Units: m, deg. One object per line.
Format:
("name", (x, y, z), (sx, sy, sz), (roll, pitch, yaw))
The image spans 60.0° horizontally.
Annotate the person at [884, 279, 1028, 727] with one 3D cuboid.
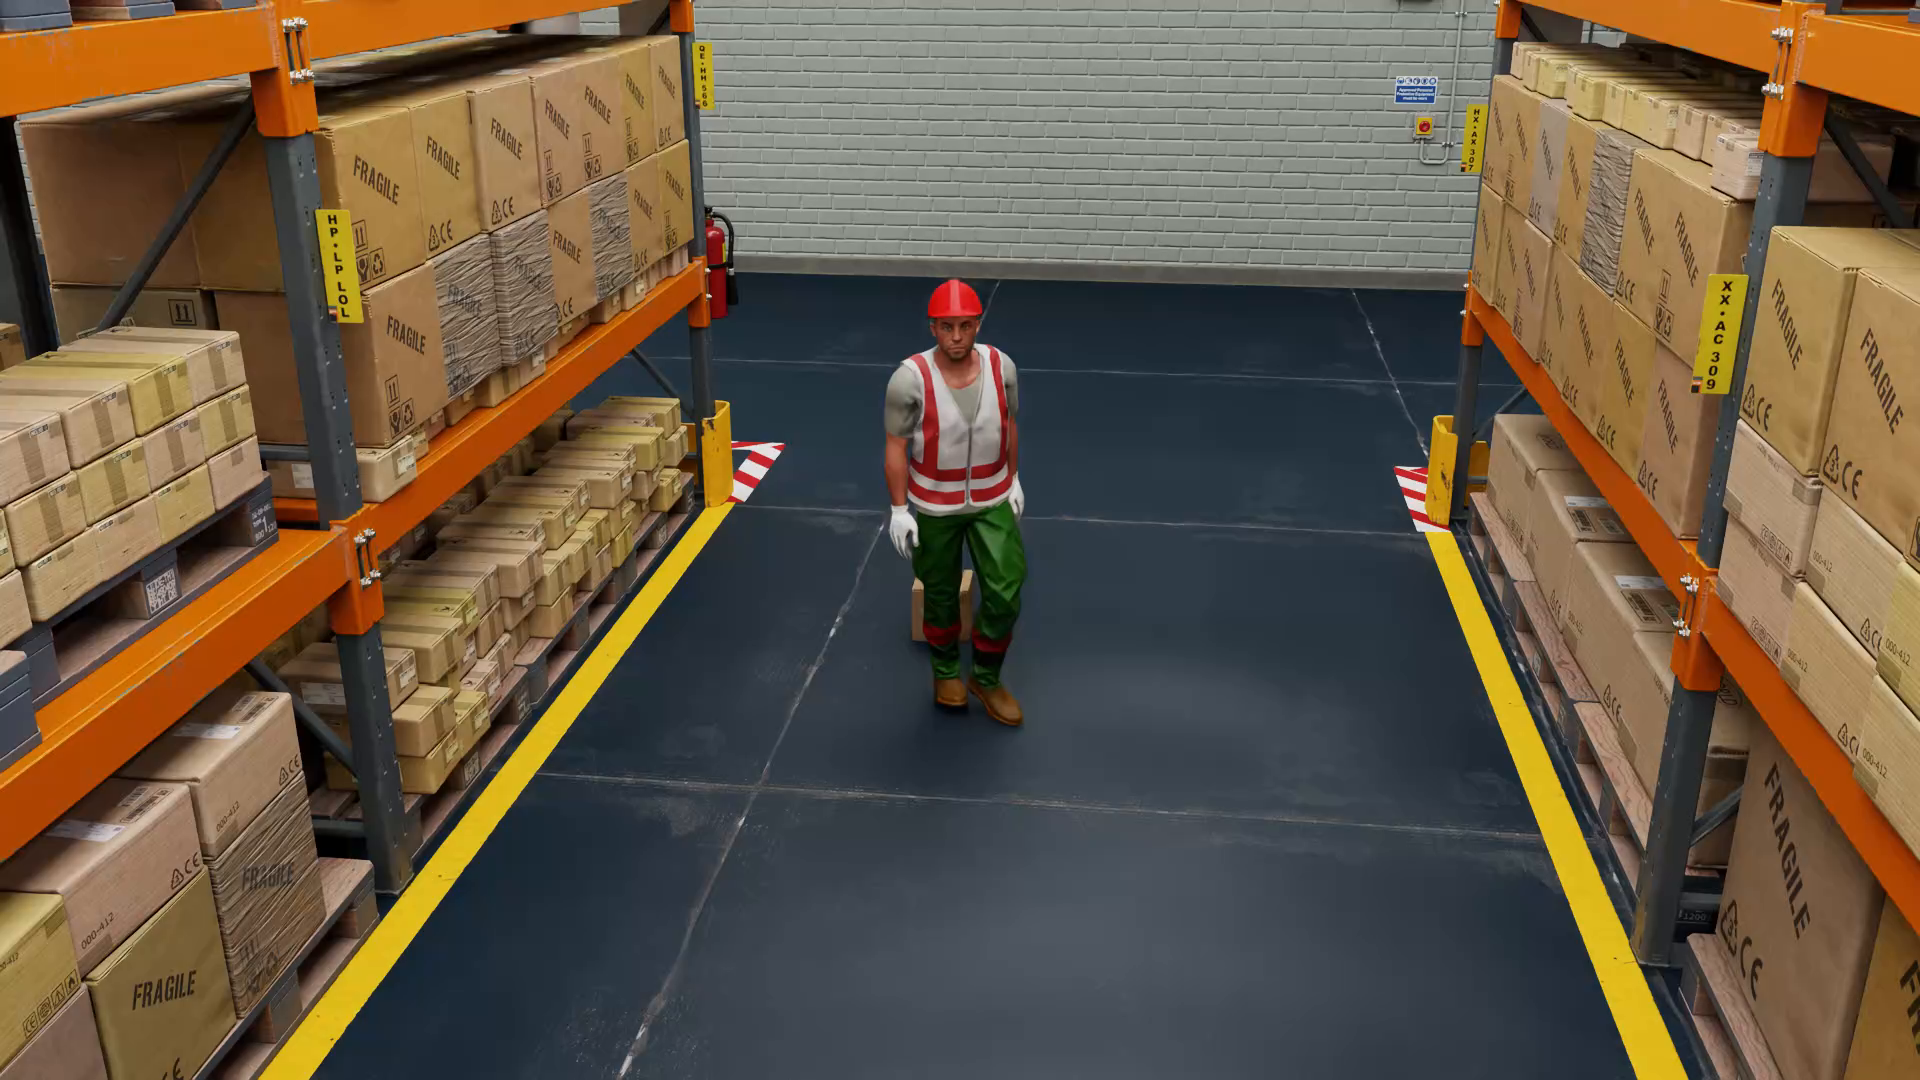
("person", (-0.009, -0.139, 6.378), (0.579, 1.780, 0.535), (-4, 21, -11))
